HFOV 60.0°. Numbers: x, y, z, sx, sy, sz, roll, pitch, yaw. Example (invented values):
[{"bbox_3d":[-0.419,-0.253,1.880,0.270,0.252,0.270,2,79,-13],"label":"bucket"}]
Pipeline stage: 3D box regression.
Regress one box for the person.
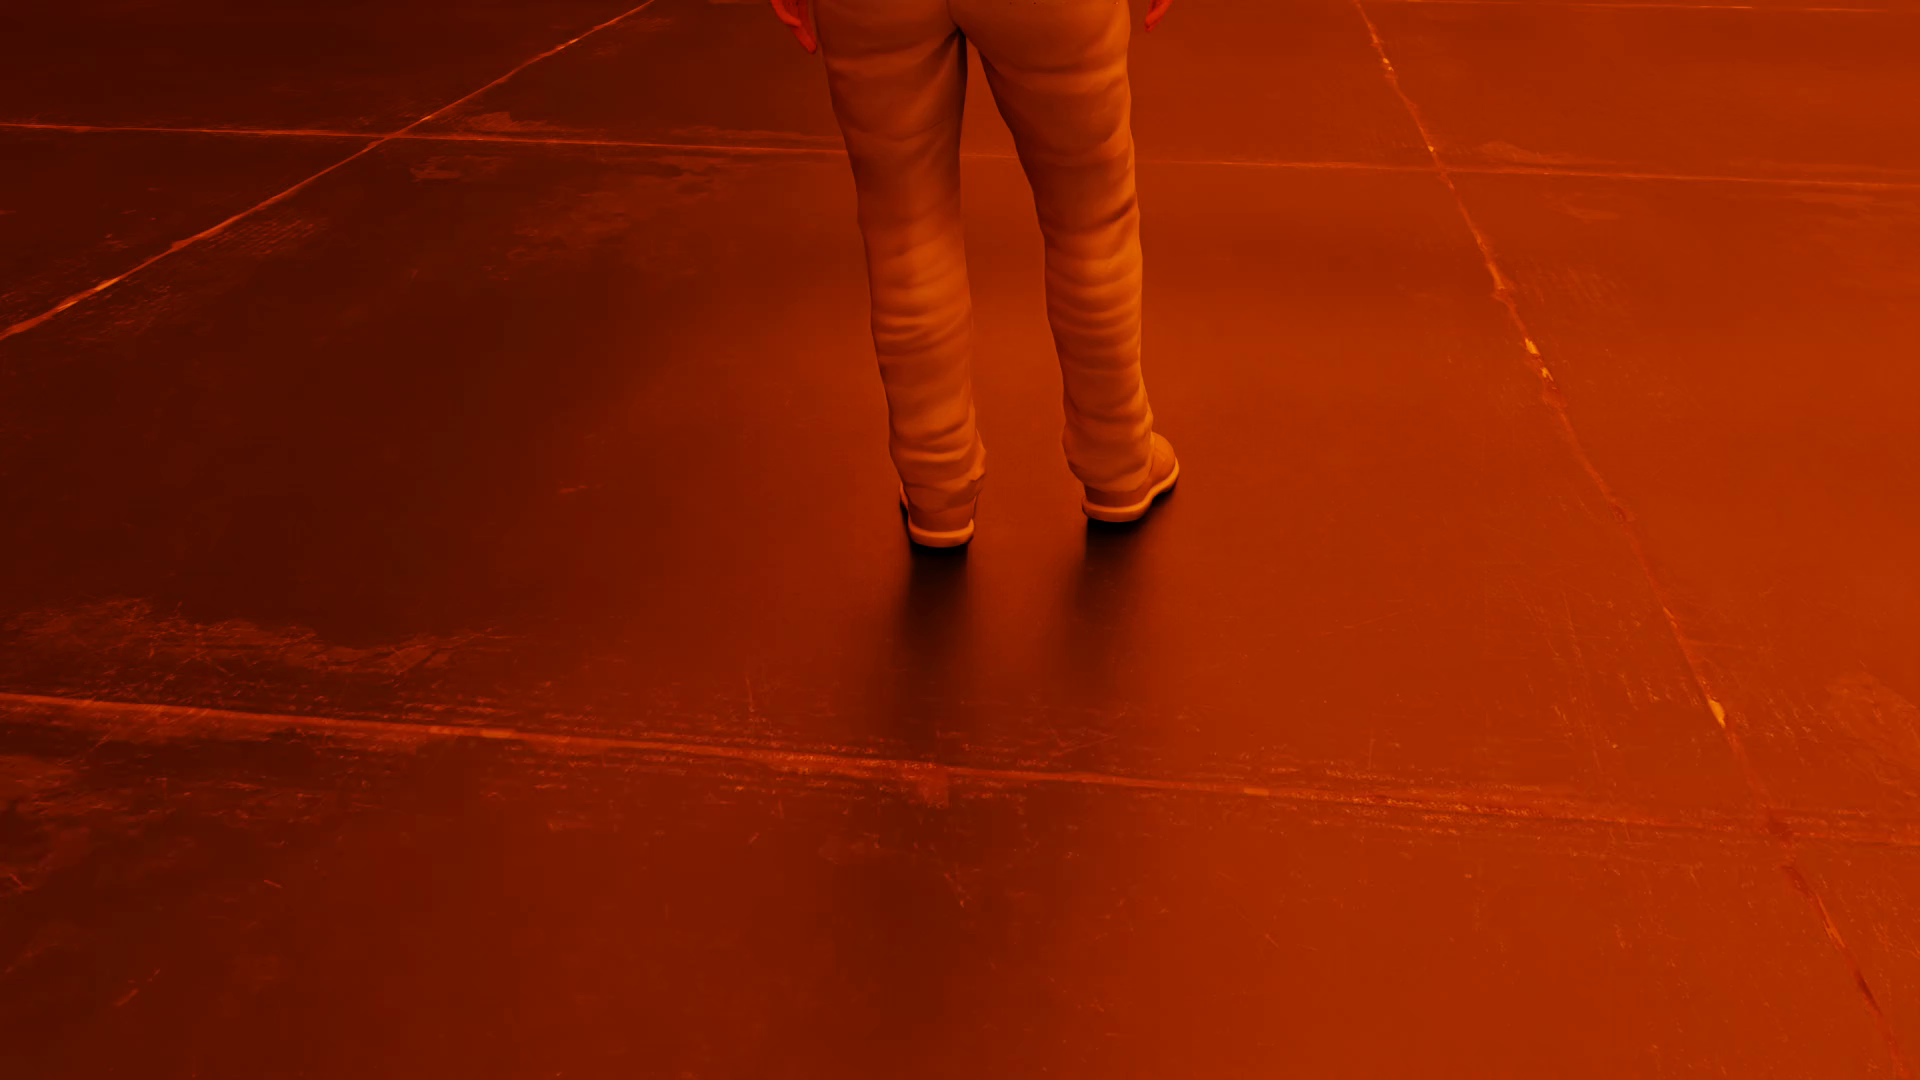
[{"bbox_3d":[0.032,-0.785,2.190,0.599,1.670,0.529,3,27,7],"label":"person"}]
